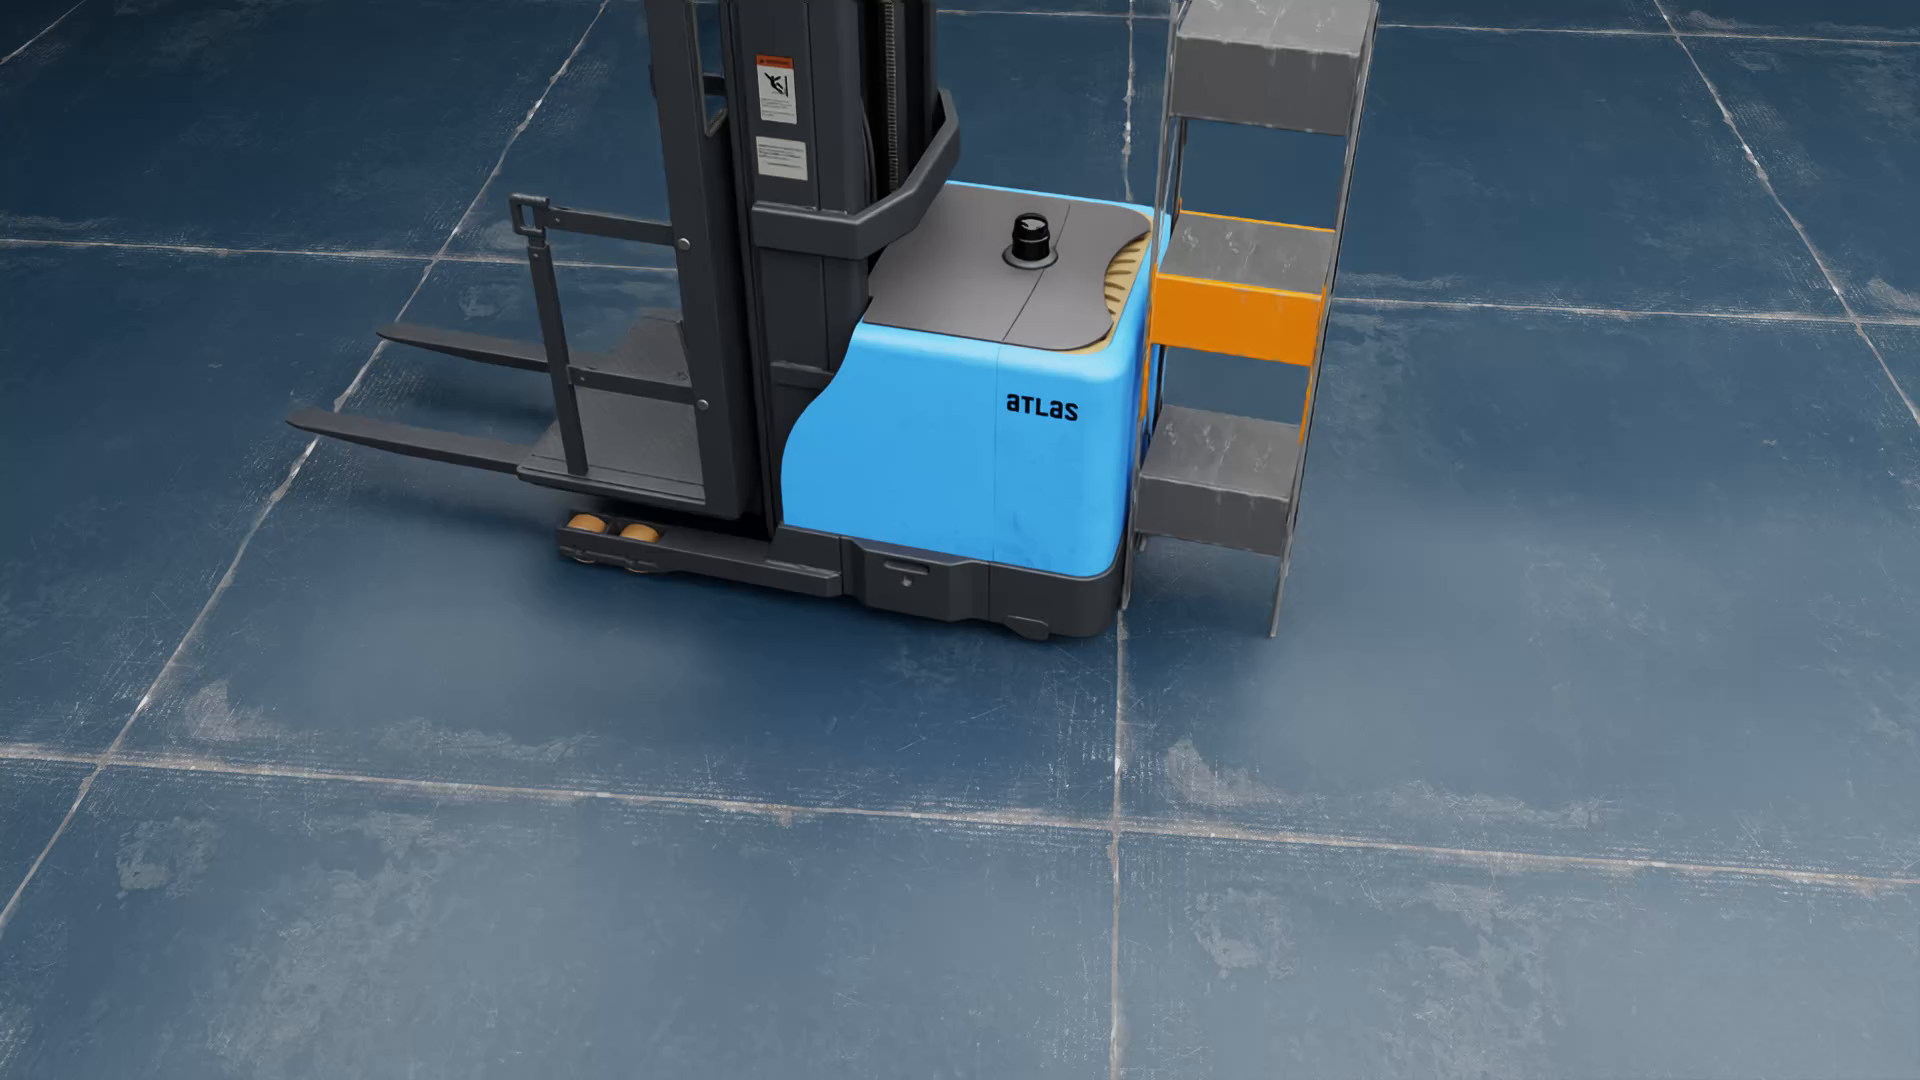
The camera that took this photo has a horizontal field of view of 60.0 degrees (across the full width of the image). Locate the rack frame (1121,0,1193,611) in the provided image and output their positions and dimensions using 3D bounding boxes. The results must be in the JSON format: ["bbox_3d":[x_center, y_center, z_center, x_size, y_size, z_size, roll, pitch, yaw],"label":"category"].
[{"bbox_3d":[0.591,-0.703,4.951,0.015,2.100,0.400,10,40,12],"label":"rack frame"}]

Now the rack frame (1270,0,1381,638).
[{"bbox_3d":[1.061,-0.620,4.848,0.015,2.100,0.400,10,40,12],"label":"rack frame"}]

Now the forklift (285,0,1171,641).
[{"bbox_3d":[-0.861,-1.334,5.067,3.031,2.935,1.130,10,40,12],"label":"forklift"}]

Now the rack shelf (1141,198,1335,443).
[{"bbox_3d":[0.826,-0.651,4.908,0.480,0.518,0.431,10,40,12],"label":"rack shelf"}]

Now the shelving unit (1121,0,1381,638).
[{"bbox_3d":[0.826,-0.661,4.899,0.503,2.100,0.431,10,40,12],"label":"shelving unit"}]

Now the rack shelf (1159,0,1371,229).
[{"bbox_3d":[0.826,-1.194,4.466,0.480,0.518,0.431,10,40,12],"label":"rack shelf"}]

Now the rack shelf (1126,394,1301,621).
[{"bbox_3d":[0.826,-0.108,5.350,0.480,0.518,0.431,10,40,12],"label":"rack shelf"}]
